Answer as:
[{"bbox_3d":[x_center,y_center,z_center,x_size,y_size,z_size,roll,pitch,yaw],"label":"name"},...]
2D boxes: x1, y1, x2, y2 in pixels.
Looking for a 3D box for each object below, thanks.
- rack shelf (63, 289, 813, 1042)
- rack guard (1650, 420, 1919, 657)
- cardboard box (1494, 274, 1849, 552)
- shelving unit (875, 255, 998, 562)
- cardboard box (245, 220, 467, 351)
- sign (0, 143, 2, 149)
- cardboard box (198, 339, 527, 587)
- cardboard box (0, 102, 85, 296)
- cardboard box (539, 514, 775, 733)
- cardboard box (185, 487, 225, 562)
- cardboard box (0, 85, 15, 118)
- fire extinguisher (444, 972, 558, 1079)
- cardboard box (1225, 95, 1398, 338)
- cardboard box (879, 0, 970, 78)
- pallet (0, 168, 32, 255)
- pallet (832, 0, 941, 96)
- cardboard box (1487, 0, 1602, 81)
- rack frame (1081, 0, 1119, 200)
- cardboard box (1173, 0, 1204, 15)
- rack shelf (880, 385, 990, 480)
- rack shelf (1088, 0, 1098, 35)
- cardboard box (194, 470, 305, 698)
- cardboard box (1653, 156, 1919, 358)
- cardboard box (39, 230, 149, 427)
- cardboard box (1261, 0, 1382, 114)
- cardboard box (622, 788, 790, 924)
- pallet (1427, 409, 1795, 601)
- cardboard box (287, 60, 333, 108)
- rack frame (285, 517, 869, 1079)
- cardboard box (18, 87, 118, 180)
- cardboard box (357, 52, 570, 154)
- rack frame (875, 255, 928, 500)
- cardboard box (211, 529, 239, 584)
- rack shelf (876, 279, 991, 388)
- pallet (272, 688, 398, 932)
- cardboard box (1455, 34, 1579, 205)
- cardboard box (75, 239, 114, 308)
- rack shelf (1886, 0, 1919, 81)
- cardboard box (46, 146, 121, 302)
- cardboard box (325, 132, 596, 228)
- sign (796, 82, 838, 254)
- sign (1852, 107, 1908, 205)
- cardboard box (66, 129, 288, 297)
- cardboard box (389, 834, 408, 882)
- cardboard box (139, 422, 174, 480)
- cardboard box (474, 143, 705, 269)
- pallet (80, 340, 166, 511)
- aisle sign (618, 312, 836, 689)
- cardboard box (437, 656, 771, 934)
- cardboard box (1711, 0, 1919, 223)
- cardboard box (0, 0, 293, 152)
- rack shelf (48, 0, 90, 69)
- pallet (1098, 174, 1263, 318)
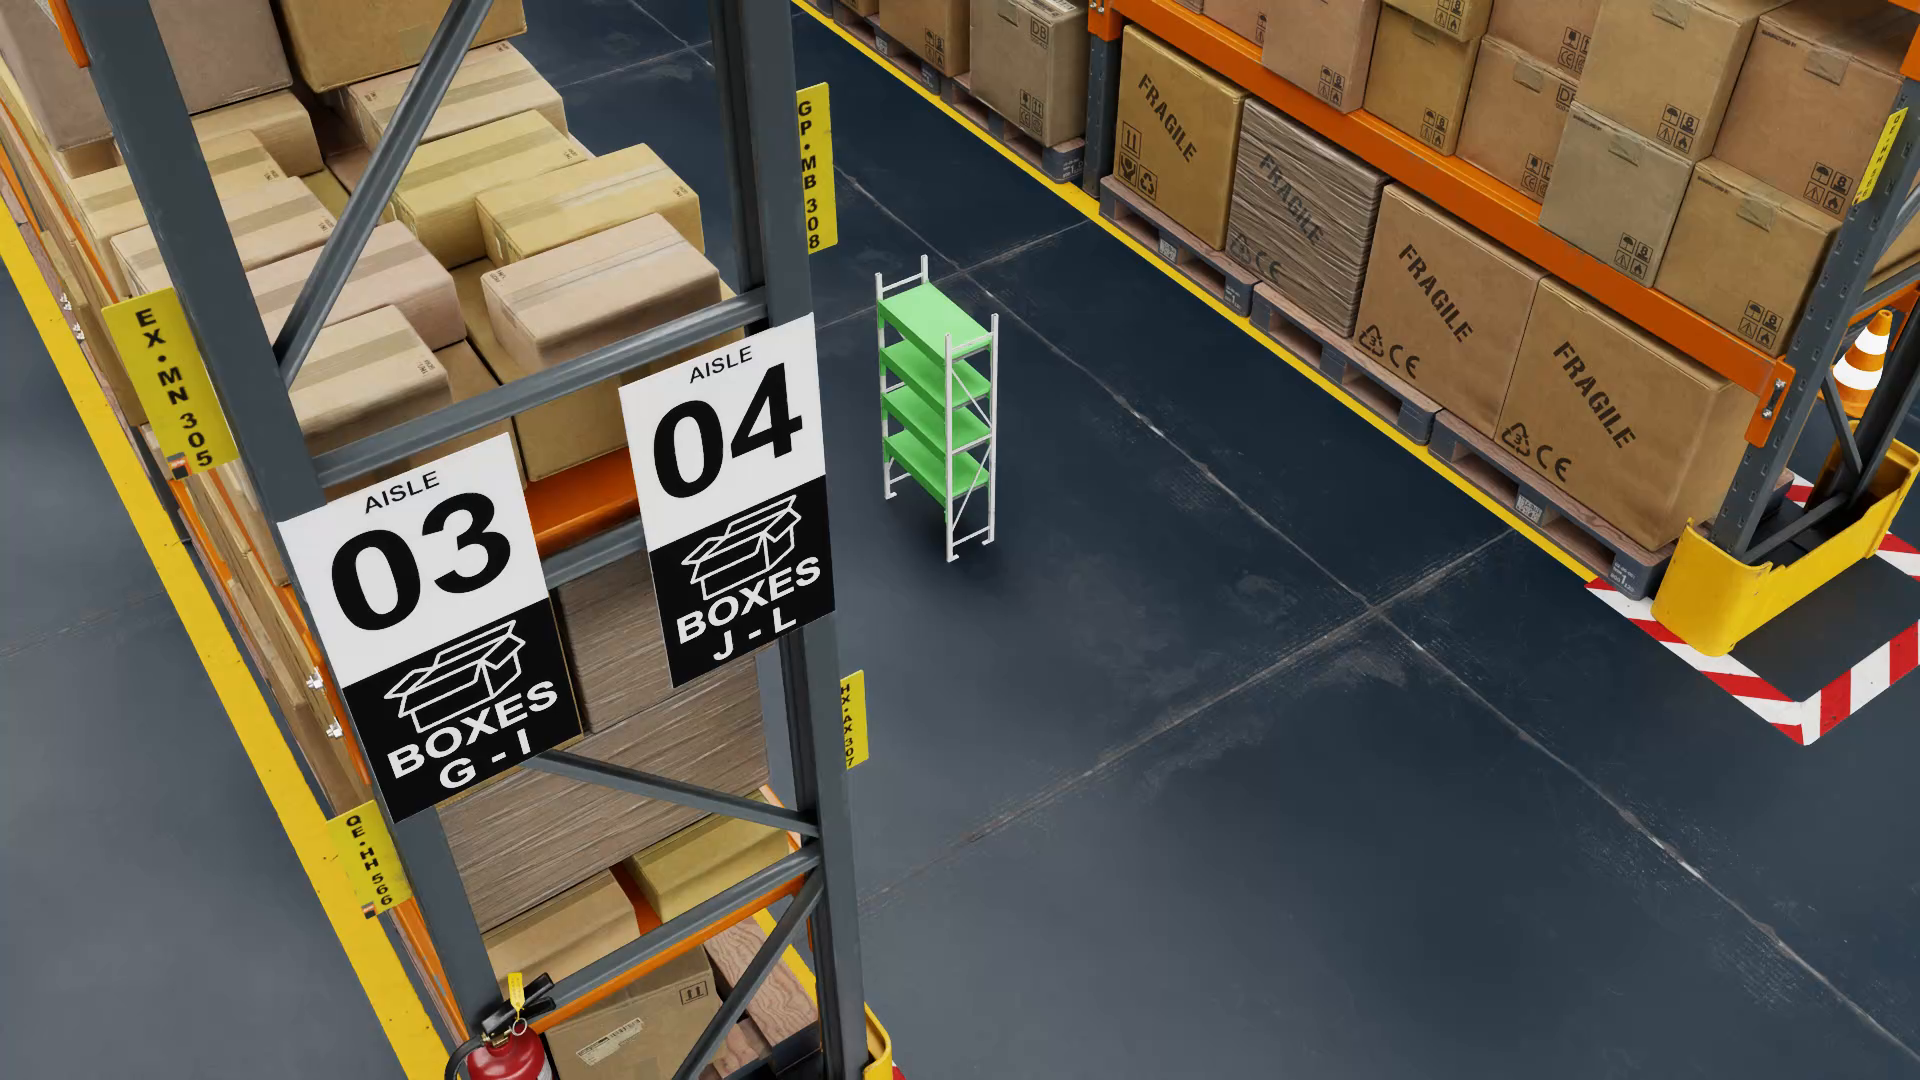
[{"bbox_3d":[-1.857,0.096,5.490,1.077,0.370,4.000,-26,49,-24],"label":"rack shelf"},{"bbox_3d":[3.426,-0.016,6.896,1.175,0.500,0.348,-26,49,-24],"label":"rack guard"},{"bbox_3d":[2.971,-0.675,7.011,0.875,0.875,0.875,-25,49,-24],"label":"cardboard box"},{"bbox_3d":[-0.095,-0.528,6.925,0.258,1.200,0.503,-26,49,-24],"label":"shelving unit"},{"bbox_3d":[-1.181,-0.435,3.172,0.380,0.149,0.250,-27,50,-26],"label":"cardboard box"},{"bbox_3d":[-3.455,-1.495,5.796,0.100,0.325,0.005,-26,49,-24],"label":"sign"},{"bbox_3d":[-1.197,-0.235,3.252,0.500,0.250,0.500,-25,49,-24],"label":"cardboard box"},{"bbox_3d":[-2.665,-1.165,5.277,0.500,0.500,0.500,-26,49,-24],"label":"cardboard box"},{"bbox_3d":[-0.804,0.044,4.011,0.500,0.500,0.500,-26,49,-24],"label":"cardboard box"},{"bbox_3d":[-2.256,-0.122,5.378,0.380,0.149,0.250,-26,49,-24],"label":"cardboard box"},{"bbox_3d":[-2.372,-1.389,4.460,0.500,0.250,0.500,-28,50,-26],"label":"cardboard box"},{"bbox_3d":[-1.026,1.243,3.823,0.296,0.674,0.183,-26,49,-24],"label":"fire extinguisher"},{"bbox_3d":[1.946,-1.690,8.074,0.875,0.875,0.875,-25,49,-24],"label":"cardboard box"},{"bbox_3d":[0.147,-3.401,9.957,1.050,0.750,0.750,-26,49,-24],"label":"cardboard box"},{"bbox_3d":[-4.844,-2.111,9.299,1.003,0.211,1.213,-26,49,-24],"label":"pallet"},{"bbox_3d":[-0.081,-3.290,10.534,1.003,0.211,1.213,-26,49,-24],"label":"pallet"},{"bbox_3d":[2.633,-2.250,6.535,0.875,0.550,0.550,-26,49,-24],"label":"cardboard box"},{"bbox_3d":[1.124,-3.199,8.420,1.000,3.000,0.127,-26,49,-24],"label":"rack frame"},{"bbox_3d":[1.345,-3.049,8.154,0.875,0.550,0.550,-26,49,-24],"label":"cardboard box"},{"bbox_3d":[-0.095,-0.482,6.969,0.258,0.148,0.480,-26,49,-24],"label":"rack shelf"},{"bbox_3d":[-0.020,-4.072,9.855,1.077,0.370,4.000,-26,49,-24],"label":"rack shelf"},{"bbox_3d":[-1.521,-0.032,4.090,0.500,0.500,0.500,-26,49,-24],"label":"cardboard box"},{"bbox_3d":[3.163,-1.181,6.197,0.875,0.550,0.550,-26,49,-24],"label":"cardboard box"},{"bbox_3d":[-2.538,-0.865,5.687,0.875,0.500,0.500,-26,49,-24],"label":"cardboard box"},{"bbox_3d":[1.891,-2.395,7.468,0.875,0.550,0.550,-26,49,-24],"label":"cardboard box"},{"bbox_3d":[-0.681,0.803,4.409,0.380,0.149,0.250,-26,49,-24],"label":"cardboard box"},{"bbox_3d":[2.891,-0.347,7.452,1.003,0.211,1.213,-26,49,-24],"label":"pallet"},{"bbox_3d":[-1.397,-1.204,3.978,0.380,0.149,0.250,-28,50,-26],"label":"cardboard box"},{"bbox_3d":[-0.713,0.968,4.055,1.000,3.000,0.127,-26,49,-24],"label":"rack frame"},{"bbox_3d":[-1.866,-0.981,3.743,0.380,0.149,0.250,-28,50,-26],"label":"cardboard box"},{"bbox_3d":[-1.093,-0.916,3.676,0.380,0.149,0.250,-24,49,-23],"label":"cardboard box"},{"bbox_3d":[-0.234,-0.666,7.070,0.240,1.200,0.015,-26,49,-24],"label":"rack frame"},{"bbox_3d":[-1.640,-0.034,4.817,0.875,0.500,0.500,-26,49,-24],"label":"cardboard box"},{"bbox_3d":[-0.095,-0.829,6.638,0.258,0.148,0.480,-26,49,-24],"label":"rack shelf"},{"bbox_3d":[-1.886,0.769,6.282,1.003,0.211,1.213,-26,49,-24],"label":"pallet"},{"bbox_3d":[2.613,-1.850,6.898,0.875,0.550,0.550,-26,49,-24],"label":"cardboard box"},{"bbox_3d":[-2.085,-0.603,4.688,0.500,0.500,0.500,-26,49,-24],"label":"cardboard box"},{"bbox_3d":[2.269,-2.892,6.446,1.077,0.370,4.000,-26,49,-24],"label":"rack shelf"},{"bbox_3d":[-1.772,-0.811,3.854,0.500,0.250,0.500,-25,49,-24],"label":"cardboard box"},{"bbox_3d":[-1.077,-0.727,3.767,0.500,0.250,0.500,-27,50,-25],"label":"cardboard box"},{"bbox_3d":[-0.268,-0.647,2.942,0.100,0.325,0.005,-26,49,-24],"label":"sign"},{"bbox_3d":[2.960,-1.232,5.349,0.100,0.325,0.005,-26,49,-24],"label":"sign"},{"bbox_3d":[-1.590,-0.679,3.428,0.380,0.149,0.250,-25,49,-24],"label":"cardboard box"},{"bbox_3d":[-1.373,0.716,4.501,0.380,0.149,0.250,-26,49,-24],"label":"cardboard box"},{"bbox_3d":[-2.567,-0.393,5.662,0.380,0.149,0.250,-26,49,-24],"label":"cardboard box"},{"bbox_3d":[-0.750,-0.639,3.386,0.380,0.149,0.250,-25,49,-24],"label":"cardboard box"},{"bbox_3d":[-3.448,-0.729,7.852,1.003,0.211,1.213,-26,49,-24],"label":"pallet"},{"bbox_3d":[-0.432,-0.056,3.244,0.394,0.787,0.004,-26,49,-24],"label":"aisle sign"},{"bbox_3d":[-1.005,0.502,4.255,0.875,0.500,0.500,-26,49,-24],"label":"cardboard box"},{"bbox_3d":[3.232,-1.604,5.859,0.875,0.550,0.550,-26,49,-24],"label":"cardboard box"},{"bbox_3d":[-1.808,-1.219,3.524,0.500,0.500,0.500,-26,49,-24],"label":"cardboard box"},{"bbox_3d":[-1.857,-2.073,3.419,1.077,0.370,4.000,-26,49,-24],"label":"rack shelf"},{"bbox_3d":[1.495,-1.729,8.900,1.003,0.211,1.213,-26,49,-24],"label":"pallet"}]
